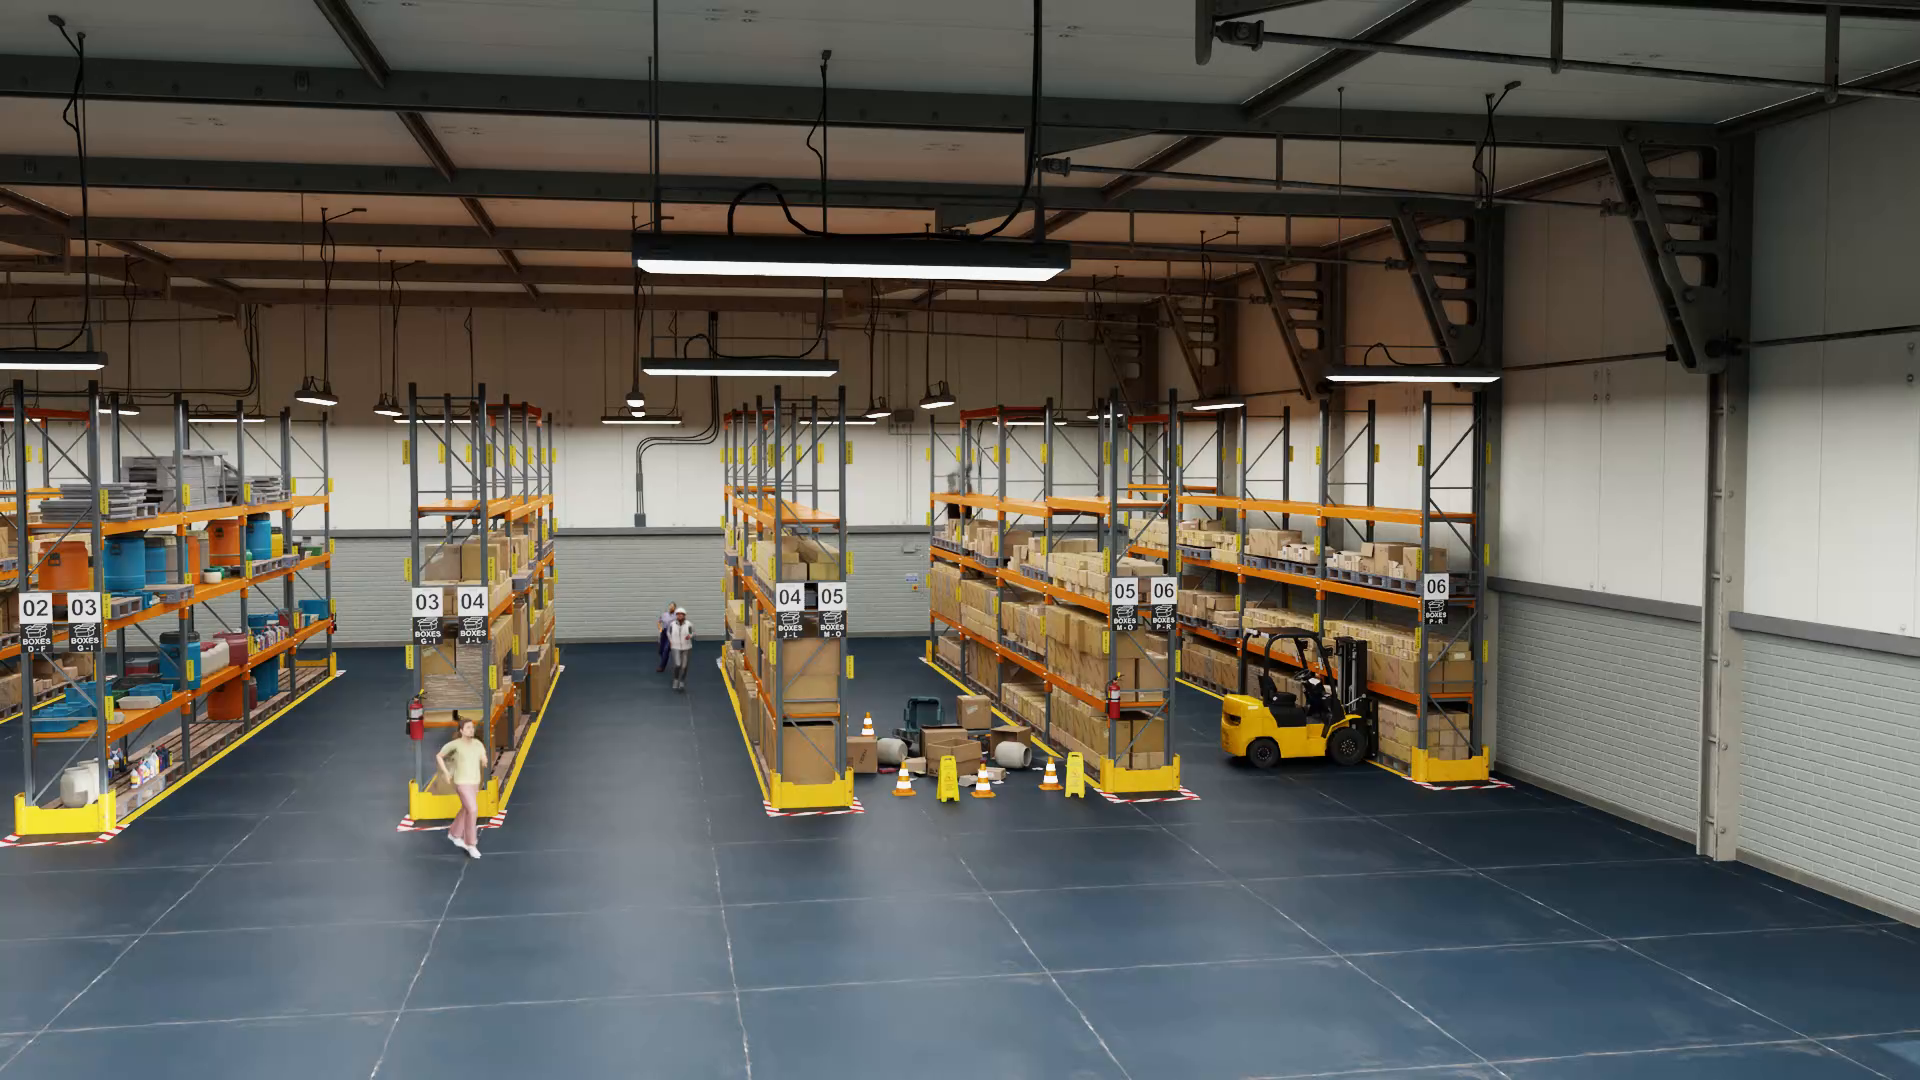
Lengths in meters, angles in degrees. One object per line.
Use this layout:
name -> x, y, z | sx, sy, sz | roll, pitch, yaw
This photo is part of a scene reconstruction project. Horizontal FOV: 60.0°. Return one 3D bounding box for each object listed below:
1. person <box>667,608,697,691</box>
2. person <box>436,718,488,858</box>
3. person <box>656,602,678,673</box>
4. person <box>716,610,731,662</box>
person -> -5.933, 2.335, 35.475 | 0.631, 1.789, 0.704 | -1, 3, -11
person -> -6.234, 3.097, 20.956 | 0.761, 1.717, 0.552 | 2, 3, 33
person -> -6.740, 2.246, 38.654 | 0.677, 1.602, 0.843 | 0, 3, 6
person -> -5.555, 2.144, 40.502 | 0.864, 1.585, 0.577 | -1, 3, -22
